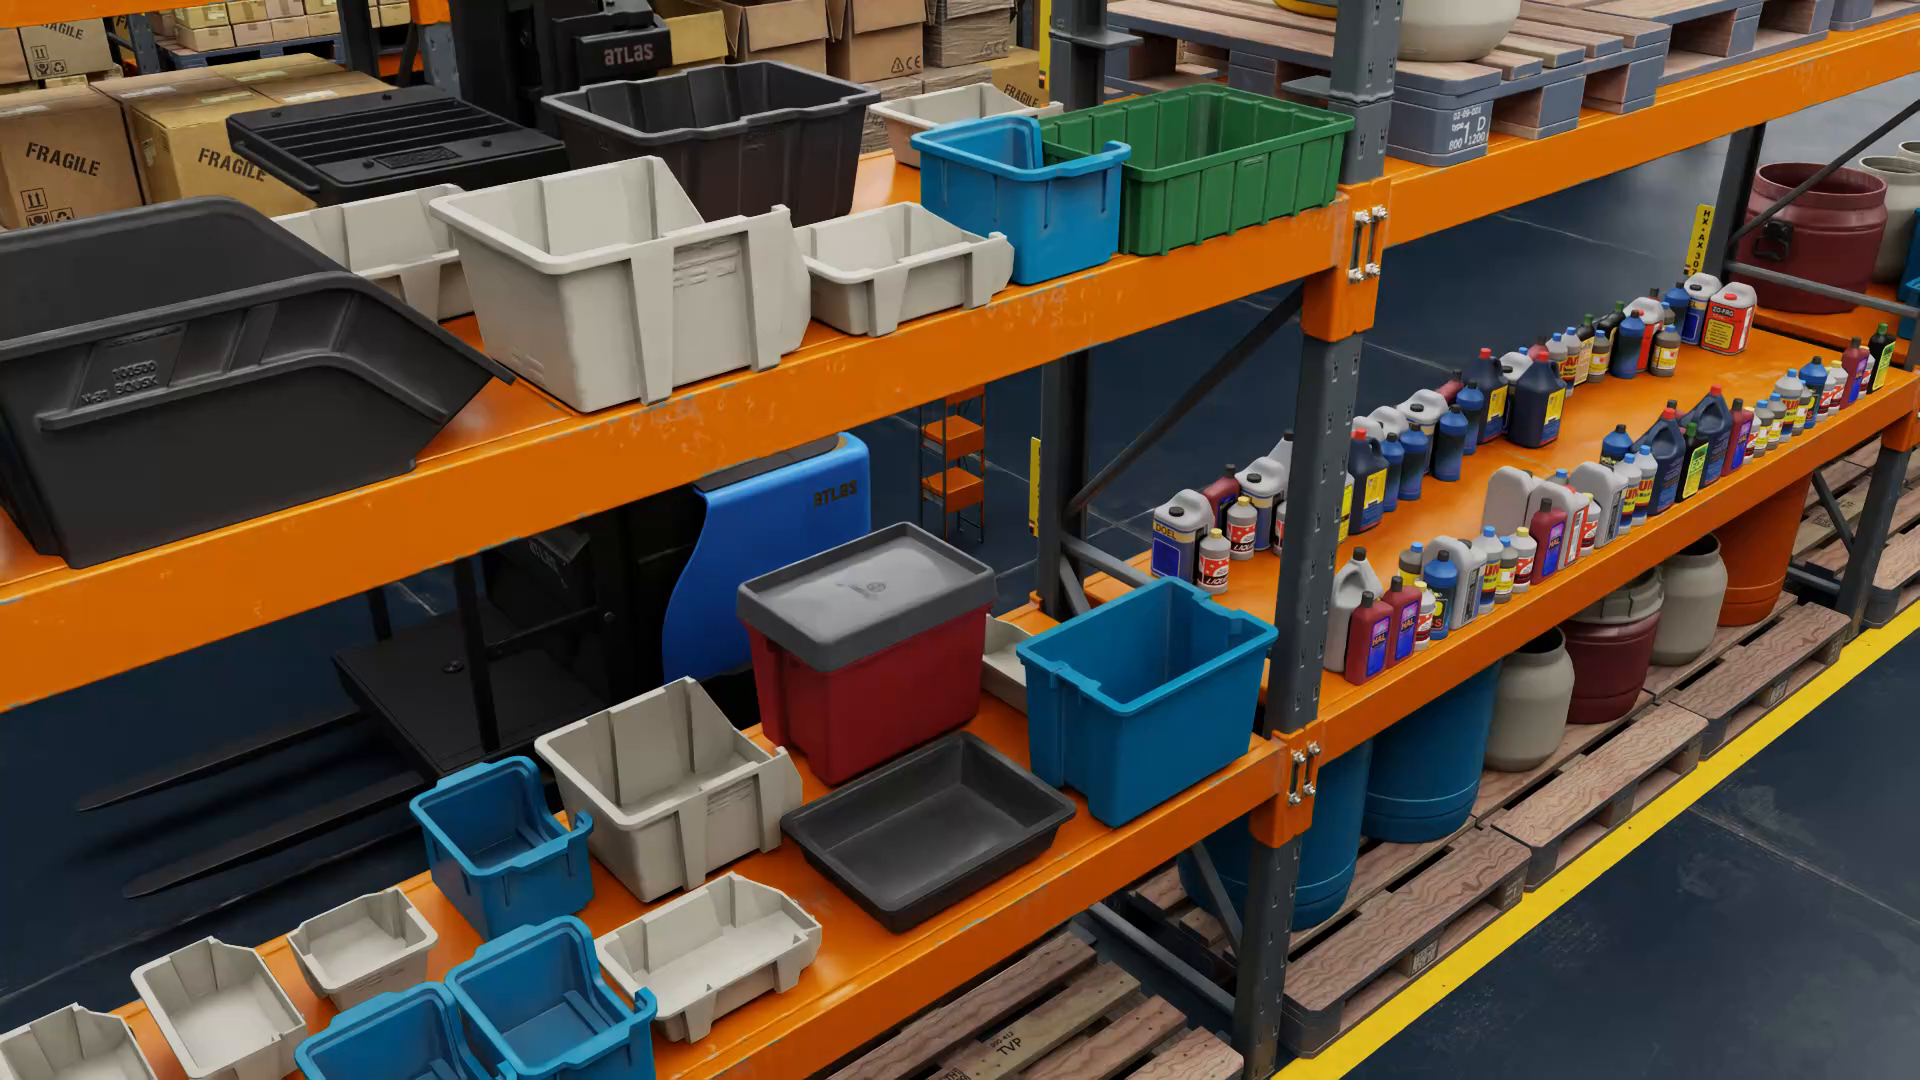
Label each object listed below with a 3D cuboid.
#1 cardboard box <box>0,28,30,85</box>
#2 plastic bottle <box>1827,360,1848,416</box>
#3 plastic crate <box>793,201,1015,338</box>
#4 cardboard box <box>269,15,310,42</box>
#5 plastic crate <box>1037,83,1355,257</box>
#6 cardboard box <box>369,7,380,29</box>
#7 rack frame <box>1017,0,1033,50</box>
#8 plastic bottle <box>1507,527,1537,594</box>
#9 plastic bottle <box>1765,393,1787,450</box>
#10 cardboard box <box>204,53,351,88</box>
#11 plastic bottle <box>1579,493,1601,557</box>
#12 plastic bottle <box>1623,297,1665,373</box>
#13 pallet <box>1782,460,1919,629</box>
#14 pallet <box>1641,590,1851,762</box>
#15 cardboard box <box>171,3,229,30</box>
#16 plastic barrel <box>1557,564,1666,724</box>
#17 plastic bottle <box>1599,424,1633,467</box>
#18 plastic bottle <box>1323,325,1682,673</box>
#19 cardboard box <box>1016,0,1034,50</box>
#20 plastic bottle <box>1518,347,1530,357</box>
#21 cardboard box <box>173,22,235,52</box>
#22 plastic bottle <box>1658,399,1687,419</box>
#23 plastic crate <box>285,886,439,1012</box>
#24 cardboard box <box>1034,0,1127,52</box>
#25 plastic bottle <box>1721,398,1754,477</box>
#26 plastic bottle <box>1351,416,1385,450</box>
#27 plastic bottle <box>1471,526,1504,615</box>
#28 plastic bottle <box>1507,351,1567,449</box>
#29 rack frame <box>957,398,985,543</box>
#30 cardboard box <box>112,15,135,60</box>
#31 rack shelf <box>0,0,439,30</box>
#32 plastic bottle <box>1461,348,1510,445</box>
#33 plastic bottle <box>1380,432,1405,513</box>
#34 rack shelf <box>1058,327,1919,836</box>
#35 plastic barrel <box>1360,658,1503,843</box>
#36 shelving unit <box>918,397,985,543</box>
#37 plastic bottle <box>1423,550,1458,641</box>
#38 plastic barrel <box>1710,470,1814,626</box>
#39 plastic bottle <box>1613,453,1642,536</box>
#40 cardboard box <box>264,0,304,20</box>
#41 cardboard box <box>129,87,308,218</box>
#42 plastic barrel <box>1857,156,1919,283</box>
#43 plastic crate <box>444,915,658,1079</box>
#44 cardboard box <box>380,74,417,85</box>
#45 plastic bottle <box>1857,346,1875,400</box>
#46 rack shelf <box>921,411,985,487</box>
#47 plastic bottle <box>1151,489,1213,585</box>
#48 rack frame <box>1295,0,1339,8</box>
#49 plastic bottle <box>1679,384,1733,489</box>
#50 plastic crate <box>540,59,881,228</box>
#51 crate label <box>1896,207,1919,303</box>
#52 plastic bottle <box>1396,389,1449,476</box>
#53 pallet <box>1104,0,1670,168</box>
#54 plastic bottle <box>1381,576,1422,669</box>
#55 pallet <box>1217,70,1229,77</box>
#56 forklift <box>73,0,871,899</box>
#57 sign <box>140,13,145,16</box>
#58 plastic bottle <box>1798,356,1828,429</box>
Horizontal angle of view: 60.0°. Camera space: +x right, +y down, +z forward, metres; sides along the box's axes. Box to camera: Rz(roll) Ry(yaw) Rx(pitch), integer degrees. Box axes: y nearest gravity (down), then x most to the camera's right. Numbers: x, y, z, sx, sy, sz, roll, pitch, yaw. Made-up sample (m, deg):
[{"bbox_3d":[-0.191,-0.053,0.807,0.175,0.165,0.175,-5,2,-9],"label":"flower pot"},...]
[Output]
[{"bbox_3d":[-6.334,-3.182,10.600,0.500,0.500,0.500,-23,36,-36],"label":"cardboard box"},{"bbox_3d":[3.341,-0.589,6.381,0.097,0.201,0.097,0,28,0],"label":"plastic bottle"},{"bbox_3d":[-0.117,-0.510,3.120,0.466,0.136,0.293,-22,35,-35],"label":"plastic crate"},{"bbox_3d":[-4.755,-3.607,11.637,0.250,0.149,0.380,-22,35,-35],"label":"cardboard box"},{"bbox_3d":[0.478,-0.821,3.646,0.662,0.188,0.450,-22,35,-35],"label":"plastic crate"},{"bbox_3d":[-4.370,-3.761,11.926,0.250,0.149,0.380,-24,36,-37],"label":"cardboard box"},{"bbox_3d":[0.333,-5.862,16.036,0.127,3.000,1.000,-22,35,-35],"label":"rack frame"},{"bbox_3d":[1.736,0.056,5.173,0.097,0.201,0.097,0,28,0],"label":"plastic bottle"},{"bbox_3d":[2.970,-0.440,6.102,0.097,0.201,0.097,0,28,0],"label":"plastic bottle"},{"bbox_3d":[-3.141,-1.946,7.757,0.500,0.500,0.500,-22,35,-35],"label":"cardboard box"},{"bbox_3d":[2.013,-0.056,5.382,0.097,0.201,0.097,0,28,0],"label":"plastic bottle"},{"bbox_3d":[2.756,-0.840,6.771,0.135,0.276,0.152,-22,35,-35],"label":"plastic bottle"},{"bbox_3d":[4.261,-0.046,8.112,1.213,0.211,1.003,-22,35,-35],"label":"pallet"},{"bbox_3d":[3.074,0.433,7.216,1.213,0.211,1.003,-22,35,-35],"label":"pallet"},{"bbox_3d":[-5.155,-3.576,11.264,0.250,0.149,0.380,-21,35,-34],"label":"cardboard box"},{"bbox_3d":[2.426,0.327,6.569,0.708,0.588,0.600,-22,35,-35],"label":"plastic barrel"},{"bbox_3d":[2.244,-0.269,5.707,0.097,0.271,0.097,0,28,0],"label":"plastic bottle"},{"bbox_3d":[1.973,-0.312,5.703,2.872,0.351,0.643,-22,35,-35],"label":"plastic bottle"},{"bbox_3d":[0.856,-5.277,16.751,0.875,0.875,0.875,-21,35,-34],"label":"cardboard box"},{"bbox_3d":[2.123,-0.601,6.328,0.097,0.271,0.097,0,28,0],"label":"plastic bottle"},{"bbox_3d":[-5.155,-3.445,11.334,0.250,0.149,0.380,-24,36,-37],"label":"cardboard box"},{"bbox_3d":[2.512,-0.370,5.884,0.133,0.283,0.061,-22,35,-35],"label":"plastic bottle"},{"bbox_3d":[-1.297,0.895,3.609,0.250,0.136,0.298,-22,35,-35],"label":"plastic crate"},{"bbox_3d":[0.817,-3.238,10.574,0.500,0.500,0.500,23,36,36],"label":"cardboard box"},{"bbox_3d":[2.746,-0.375,5.893,0.133,0.283,0.061,-22,35,-35],"label":"plastic bottle"},{"bbox_3d":[1.355,-0.277,5.718,0.135,0.276,0.152,-22,35,-35],"label":"plastic bottle"},{"bbox_3d":[1.587,0.085,5.045,0.097,0.271,0.097,0,28,0],"label":"plastic bottle"},{"bbox_3d":[2.130,-0.530,6.111,0.185,0.351,0.144,-22,35,-35],"label":"plastic bottle"},{"bbox_3d":[0.052,-0.484,8.042,0.008,1.050,0.200,-22,35,-35],"label":"rack frame"},{"bbox_3d":[-7.941,-4.904,16.053,0.875,0.875,0.875,-21,34,-34],"label":"cardboard box"},{"bbox_3d":[-4.133,-1.999,6.389,4.000,0.370,1.077,-22,35,-35],"label":"rack shelf"},{"bbox_3d":[1.929,-0.543,6.136,0.185,0.351,0.144,-22,35,-35],"label":"plastic bottle"},{"bbox_3d":[1.450,-0.236,5.646,0.097,0.271,0.097,0,28,0],"label":"plastic bottle"},{"bbox_3d":[2.125,-0.124,6.062,4.000,0.370,1.077,-22,35,-35],"label":"rack shelf"},{"bbox_3d":[1.567,0.534,5.849,0.708,0.901,0.600,-22,35,-35],"label":"plastic barrel"},{"bbox_3d":[-0.041,-0.447,7.972,0.252,1.050,0.215,-22,35,-35],"label":"shelving unit"},{"bbox_3d":[1.411,0.156,4.912,0.097,0.271,0.097,0,28,0],"label":"plastic bottle"},{"bbox_3d":[6.565,0.748,3.267,0.708,2.957,10.706,-22,35,-35],"label":"plastic barrel"},{"bbox_3d":[2.190,-0.157,5.499,0.097,0.271,0.097,0,28,0],"label":"plastic bottle"},{"bbox_3d":[-4.763,-3.735,11.562,0.250,0.149,0.380,-21,35,-34],"label":"cardboard box"},{"bbox_3d":[-3.171,-1.613,7.133,0.500,0.500,0.500,-21,35,-34],"label":"cardboard box"},{"bbox_3d":[4.291,-1.494,7.744,0.421,0.512,0.421,0,28,0],"label":"plastic barrel"},{"bbox_3d":[-0.808,0.990,3.330,0.300,0.233,0.416,-22,35,-35],"label":"plastic crate"},{"bbox_3d":[-4.558,-3.466,12.964,0.500,0.250,0.500,-24,36,-37],"label":"cardboard box"},{"bbox_3d":[3.516,-0.660,6.513,0.097,0.201,0.097,0,28,0],"label":"plastic bottle"},{"bbox_3d":[-0.041,-0.437,7.977,0.240,0.259,0.215,-22,35,-35],"label":"rack shelf"},{"bbox_3d":[0.694,-0.011,5.220,0.135,0.276,0.152,-22,35,-35],"label":"plastic bottle"},{"bbox_3d":[0.602,-2.476,3.336,0.053,2.616,0.949,-22,35,-35],"label":"rack frame"},{"bbox_3d":[2.598,-0.371,5.814,0.185,0.351,0.144,-22,35,-35],"label":"plastic bottle"},{"bbox_3d":[-0.519,-0.813,3.545,0.590,0.269,0.497,-22,35,-35],"label":"plastic crate"},{"bbox_3d":[4.578,-1.275,7.417,0.616,0.435,0.502,-22,35,-35],"label":"crate label"},{"bbox_3d":[1.634,-0.389,5.927,0.135,0.276,0.152,-22,35,-35],"label":"plastic bottle"},{"bbox_3d":[1.137,-1.344,4.600,1.003,0.211,1.213,-22,35,-35],"label":"pallet"},{"bbox_3d":[1.261,0.222,4.776,0.133,0.283,0.061,-22,35,-35],"label":"plastic bottle"},{"bbox_3d":[1.911,-3.365,11.567,1.213,0.211,1.003,-22,35,-35],"label":"pallet"},{"bbox_3d":[-1.815,-0.473,6.026,3.031,2.935,1.130,-21,35,-34],"label":"forklift"},{"bbox_3d":[-5.395,-3.604,10.893,0.005,0.325,0.100,-22,35,-35],"label":"sign"},{"bbox_3d":[3.193,-0.561,6.253,0.097,0.271,0.097,0,28,0],"label":"plastic bottle"}]
